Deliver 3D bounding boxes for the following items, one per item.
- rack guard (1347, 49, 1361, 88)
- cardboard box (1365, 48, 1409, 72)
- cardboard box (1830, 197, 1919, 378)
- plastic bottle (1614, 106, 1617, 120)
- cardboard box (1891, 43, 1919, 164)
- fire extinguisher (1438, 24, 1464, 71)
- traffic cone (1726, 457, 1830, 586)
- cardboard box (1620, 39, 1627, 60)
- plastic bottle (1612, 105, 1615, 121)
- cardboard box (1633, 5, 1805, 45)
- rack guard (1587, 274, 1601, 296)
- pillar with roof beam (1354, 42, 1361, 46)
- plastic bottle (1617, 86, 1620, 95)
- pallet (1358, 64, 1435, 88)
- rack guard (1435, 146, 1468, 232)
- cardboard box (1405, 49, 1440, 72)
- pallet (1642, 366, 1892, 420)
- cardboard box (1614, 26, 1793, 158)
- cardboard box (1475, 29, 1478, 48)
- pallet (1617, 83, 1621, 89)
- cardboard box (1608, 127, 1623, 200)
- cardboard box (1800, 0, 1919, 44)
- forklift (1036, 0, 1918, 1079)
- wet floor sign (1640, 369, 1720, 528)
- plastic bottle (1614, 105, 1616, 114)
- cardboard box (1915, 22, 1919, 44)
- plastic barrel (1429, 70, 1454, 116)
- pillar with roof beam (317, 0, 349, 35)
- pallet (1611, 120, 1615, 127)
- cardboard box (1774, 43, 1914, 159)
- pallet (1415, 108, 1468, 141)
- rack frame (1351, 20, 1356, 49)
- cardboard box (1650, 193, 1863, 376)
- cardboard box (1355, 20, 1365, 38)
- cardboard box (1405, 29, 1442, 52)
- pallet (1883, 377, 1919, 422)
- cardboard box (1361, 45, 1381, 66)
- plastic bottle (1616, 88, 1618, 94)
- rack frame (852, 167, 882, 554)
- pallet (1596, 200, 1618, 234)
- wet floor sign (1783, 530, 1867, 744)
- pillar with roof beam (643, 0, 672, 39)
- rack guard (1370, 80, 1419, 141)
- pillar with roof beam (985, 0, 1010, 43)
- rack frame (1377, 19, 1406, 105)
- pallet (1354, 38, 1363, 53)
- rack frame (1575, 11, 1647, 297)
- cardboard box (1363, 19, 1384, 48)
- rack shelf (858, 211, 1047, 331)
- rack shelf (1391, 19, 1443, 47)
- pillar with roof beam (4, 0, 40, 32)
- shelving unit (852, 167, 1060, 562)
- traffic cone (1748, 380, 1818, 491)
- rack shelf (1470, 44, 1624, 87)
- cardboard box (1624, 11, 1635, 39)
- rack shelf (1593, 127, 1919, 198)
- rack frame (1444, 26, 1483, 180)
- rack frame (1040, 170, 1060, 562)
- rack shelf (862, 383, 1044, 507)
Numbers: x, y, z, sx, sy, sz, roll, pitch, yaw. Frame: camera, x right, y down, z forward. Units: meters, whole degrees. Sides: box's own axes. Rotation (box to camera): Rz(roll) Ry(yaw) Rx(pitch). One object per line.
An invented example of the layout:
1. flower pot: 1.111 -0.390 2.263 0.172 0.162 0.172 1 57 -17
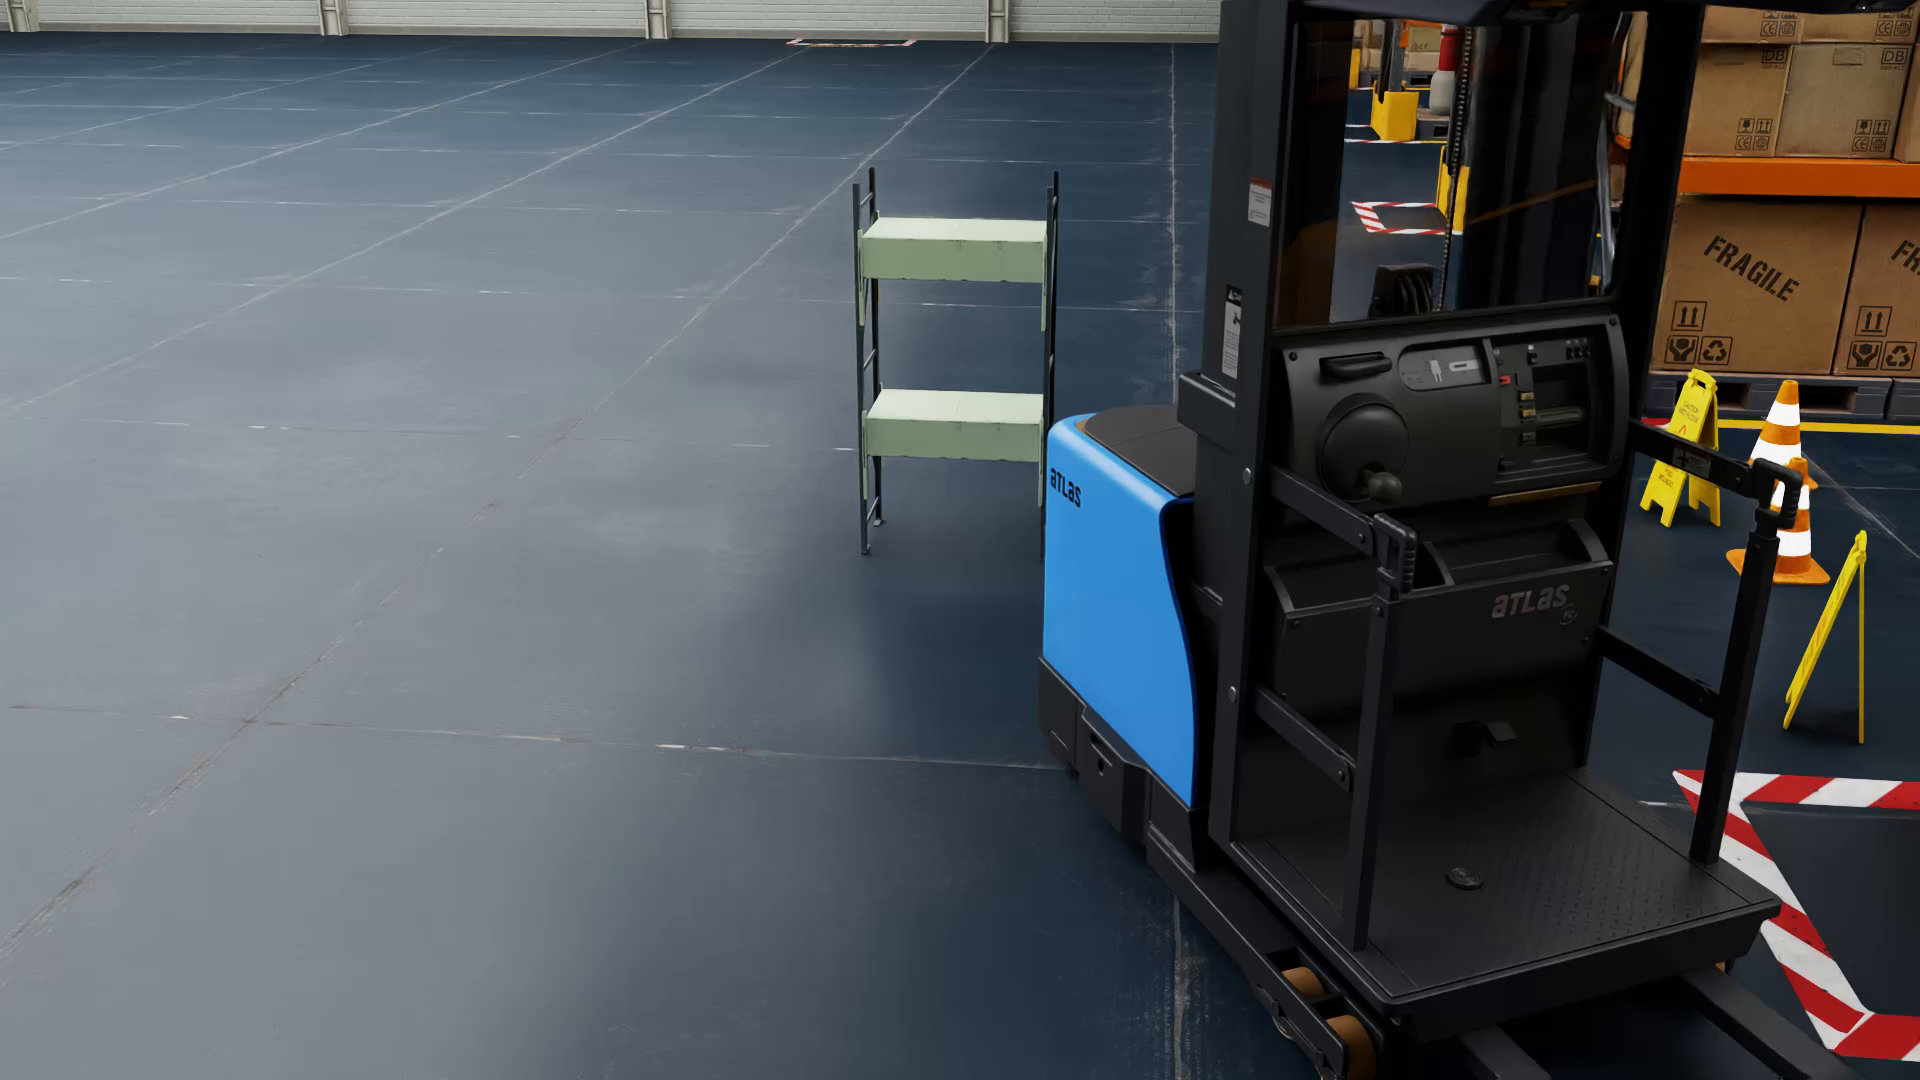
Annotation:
1. rack guard: 5.207 -6.481 22.654 0.348 0.500 1.175 2 22 6
2. cardboard box: 5.737 -6.455 22.356 0.500 0.250 0.500 2 22 6
3. cardboard box: 4.932 -1.384 8.680 0.875 0.875 0.875 2 22 5
4. plastic bottle: 6.946 -4.522 17.506 0.097 0.201 0.097 0 22 0
5. cardboard box: 4.841 -2.204 8.230 0.550 0.550 0.875 2 22 6
6. fire extinguisher: 4.002 -4.163 13.496 0.183 0.674 0.296 2 22 6
7. traffic cone: 3.267 -0.101 6.565 0.334 0.463 0.336 2 22 6
8. cardboard box: 5.059 -3.773 12.744 0.250 0.149 0.380 2 22 6
9. plastic bottle: 6.847 -4.559 17.504 0.097 0.271 0.097 0 22 0
10. cardboard box: 3.741 -2.761 8.172 0.550 0.550 0.875 2 22 6
11. rack guard: 3.353 -1.058 8.936 0.348 0.500 1.175 2 22 6
12. pillar with roof beam: 6.100 -10.955 22.410 0.400 9.000 9.100 2 22 6
13. plastic bottle: 7.254 -4.847 18.125 0.185 0.351 0.144 2 22 6
14. pallet: 5.995 -6.328 22.659 1.213 0.211 1.003 2 22 6
15. rack guard: 4.136 -2.860 13.495 0.348 0.500 1.175 2 22 6
16. cardboard box: 6.234 -6.435 22.305 0.500 0.250 0.500 2 22 6
17. pallet: 4.180 -0.917 8.972 1.213 0.211 1.003 2 22 6
18. cardboard box: 3.751 -2.290 8.448 0.550 0.550 0.875 2 22 6
19. cardboard box: 6.732 -6.766 22.122 0.500 0.500 0.500 2 22 6
20. pallet: 8.418 -6.223 22.392 1.213 0.211 1.003 2 22 6
21. cardboard box: 5.277 -3.012 13.308 0.500 0.500 0.500 8 23 20
22. cardboard box: 4.298 -2.771 8.197 0.550 0.550 0.875 2 22 6
23. forklift: 1.238 -0.286 3.677 1.130 2.935 3.031 -8 23 -19
24. wet floor sign: 3.115 -0.403 7.082 0.232 0.644 0.267 -1 22 -3
25. plastic bottle: 7.098 -4.740 18.056 0.097 0.201 0.097 0 22 0
26. cardboard box: 4.838 -2.697 8.010 0.550 0.550 0.875 2 22 6
27. plastic barrel: 5.306 -4.872 17.996 0.421 0.512 0.421 0 22 0
28. pillar with roof beam: -11.775 -11.734 24.380 0.400 9.000 9.100 2 22 6
29. pallet: 6.739 -4.461 17.936 1.213 0.211 1.003 2 22 6
30. cardboard box: 4.300 -2.274 8.408 0.550 0.550 0.875 2 22 6
31. pallet: 5.531 -4.514 18.072 1.213 0.211 1.003 2 22 6
32. rack frame: 5.231 -7.643 22.192 0.127 3.000 1.000 2 22 6
33. cardboard box: 4.058 -1.422 8.774 0.875 0.875 0.875 3 22 7
34. cardboard box: 6.486 -8.343 27.021 0.500 0.311 0.500 0 22 0
35. cardboard box: 6.234 -6.783 22.165 0.500 0.500 0.500 2 22 6
36. pallet: 5.388 -0.863 8.836 1.213 0.211 1.003 2 22 6
37. cardboard box: 5.798 -6.644 22.834 0.500 0.250 0.500 2 22 6
38. plastic bottle: 7.069 -4.855 18.145 0.185 0.351 0.144 3 22 9
39. rack frame: -0.370 -0.714 6.705 0.023 1.500 0.400 2 22 6
40. pallet: 4.939 -2.678 13.426 1.213 0.211 1.003 2 22 6
41. wet floor sign: 2.832 0.288 5.334 0.232 0.644 0.267 11 24 25
42. pillar with roof beam: -5.816 -11.474 23.724 0.400 9.000 9.100 2 22 6
43. rack guard: 4.725 -4.686 18.112 0.348 0.500 1.175 2 22 6
44. pillar with roof beam: 0.142 -11.215 23.067 0.400 9.000 9.100 2 22 6
45. rack frame: 4.644 -5.834 17.618 0.127 3.000 1.000 2 22 6
46. pallet: 6.688 -8.103 27.150 1.213 0.211 1.003 2 22 6
47. rack frame: 3.377 -2.220 8.474 0.127 3.000 1.000 2 22 6
48. cardboard box: 5.798 -6.994 22.698 0.500 0.500 0.500 2 22 6
49. rack shelf: -0.007 -1.061 6.521 0.720 0.370 0.431 2 22 6
50. rack shelf: 6.630 -5.413 17.531 4.000 0.370 1.077 2 22 6
51. pillar with roof beam: -17.733 -11.994 25.037 0.400 9.000 9.100 2 22 6
52. shelving unit: -0.007 -0.698 6.665 0.755 1.500 0.431 2 22 6
53. traffic cone: 3.737 -0.498 7.571 0.334 0.463 0.336 2 22 6
54. rack shelf: 6.047 -3.605 12.957 4.000 0.370 1.077 2 22 6
55. cardboard box: 5.115 -4.199 12.941 0.500 0.500 0.875 2 22 6
56. rack shelf: 5.363 -1.798 8.387 4.000 0.370 1.077 2 22 6
57. rack frame: 4.061 -4.026 13.044 0.127 3.000 1.000 2 22 6
58. rack frame: 0.357 -0.682 6.625 0.023 1.500 0.400 2 22 6
59. rack shelf: -0.007 -0.395 6.785 0.720 0.370 0.431 2 22 6
